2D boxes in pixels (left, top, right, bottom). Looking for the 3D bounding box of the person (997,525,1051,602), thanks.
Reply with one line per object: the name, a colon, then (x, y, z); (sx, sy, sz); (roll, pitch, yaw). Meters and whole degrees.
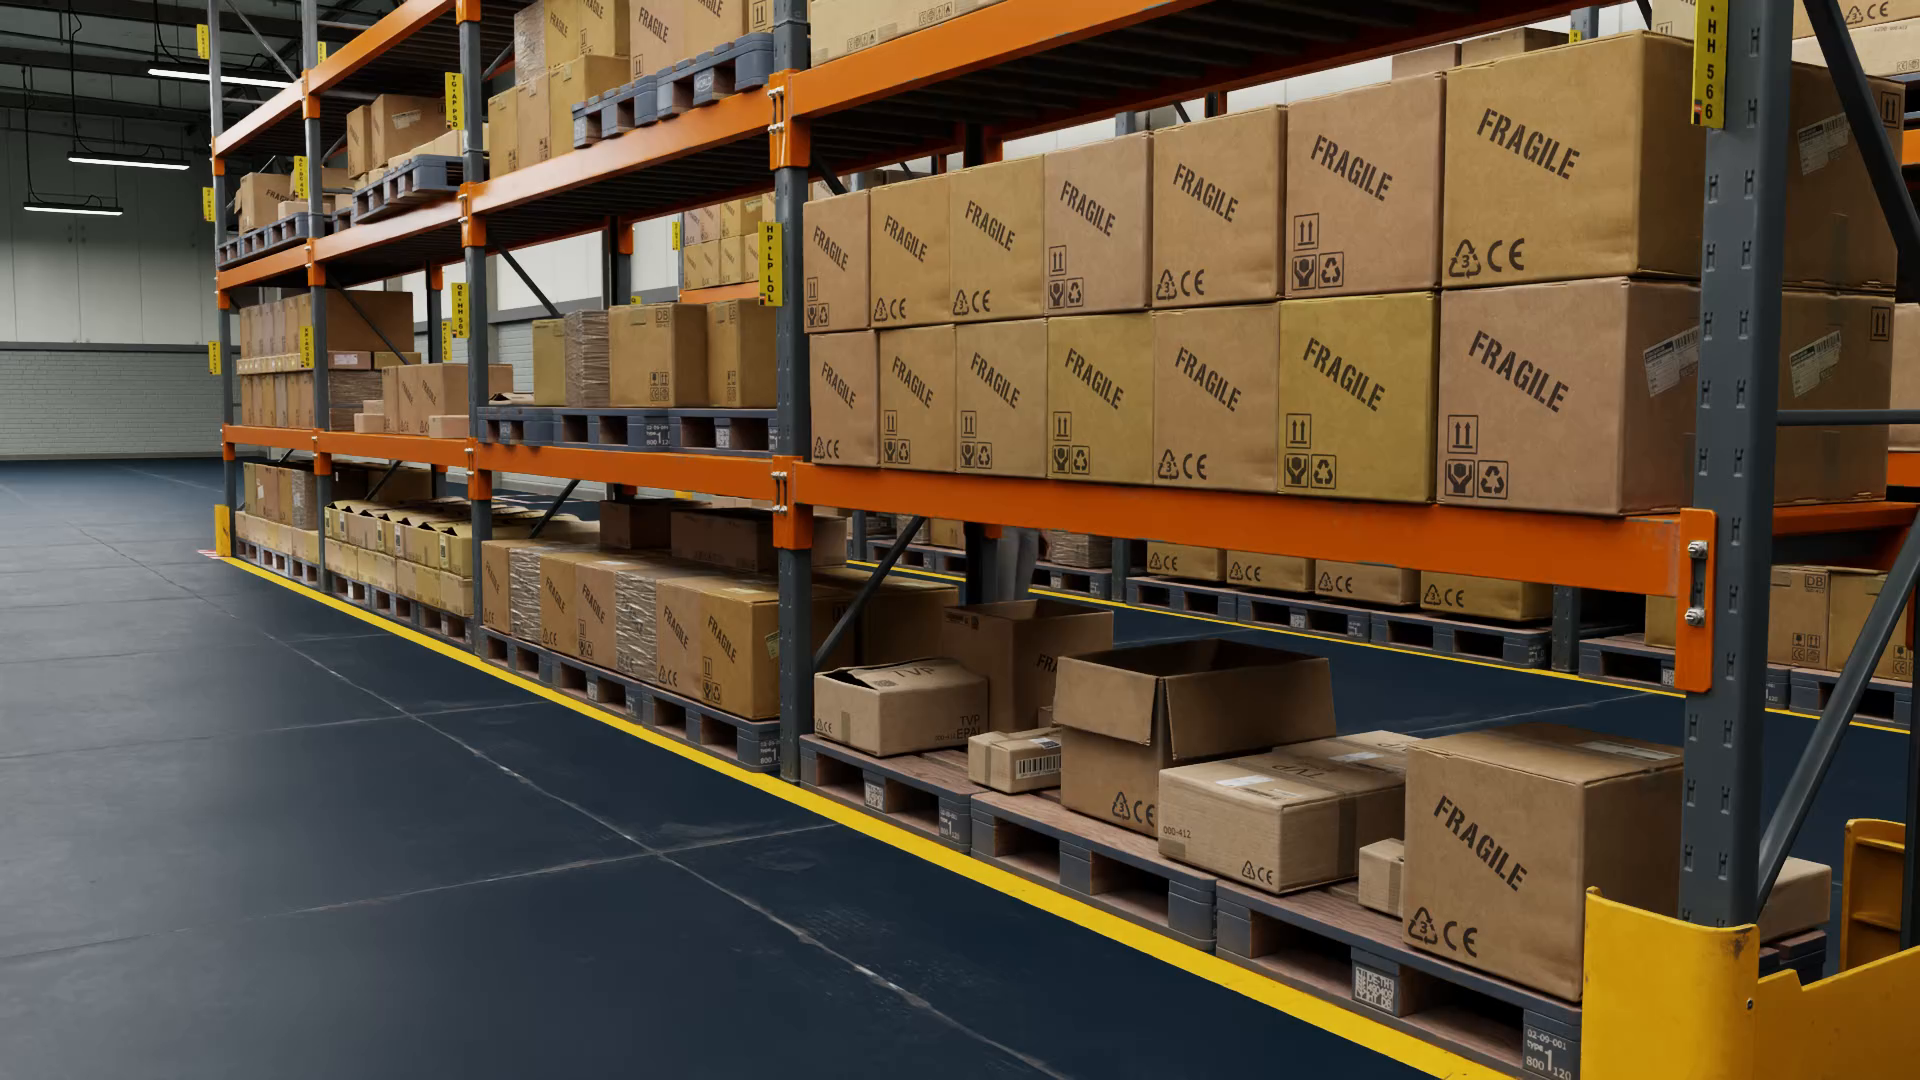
person: (0.286, -0.054, 8.956); (0.452, 1.688, 0.434); (-5, 7, -43)
